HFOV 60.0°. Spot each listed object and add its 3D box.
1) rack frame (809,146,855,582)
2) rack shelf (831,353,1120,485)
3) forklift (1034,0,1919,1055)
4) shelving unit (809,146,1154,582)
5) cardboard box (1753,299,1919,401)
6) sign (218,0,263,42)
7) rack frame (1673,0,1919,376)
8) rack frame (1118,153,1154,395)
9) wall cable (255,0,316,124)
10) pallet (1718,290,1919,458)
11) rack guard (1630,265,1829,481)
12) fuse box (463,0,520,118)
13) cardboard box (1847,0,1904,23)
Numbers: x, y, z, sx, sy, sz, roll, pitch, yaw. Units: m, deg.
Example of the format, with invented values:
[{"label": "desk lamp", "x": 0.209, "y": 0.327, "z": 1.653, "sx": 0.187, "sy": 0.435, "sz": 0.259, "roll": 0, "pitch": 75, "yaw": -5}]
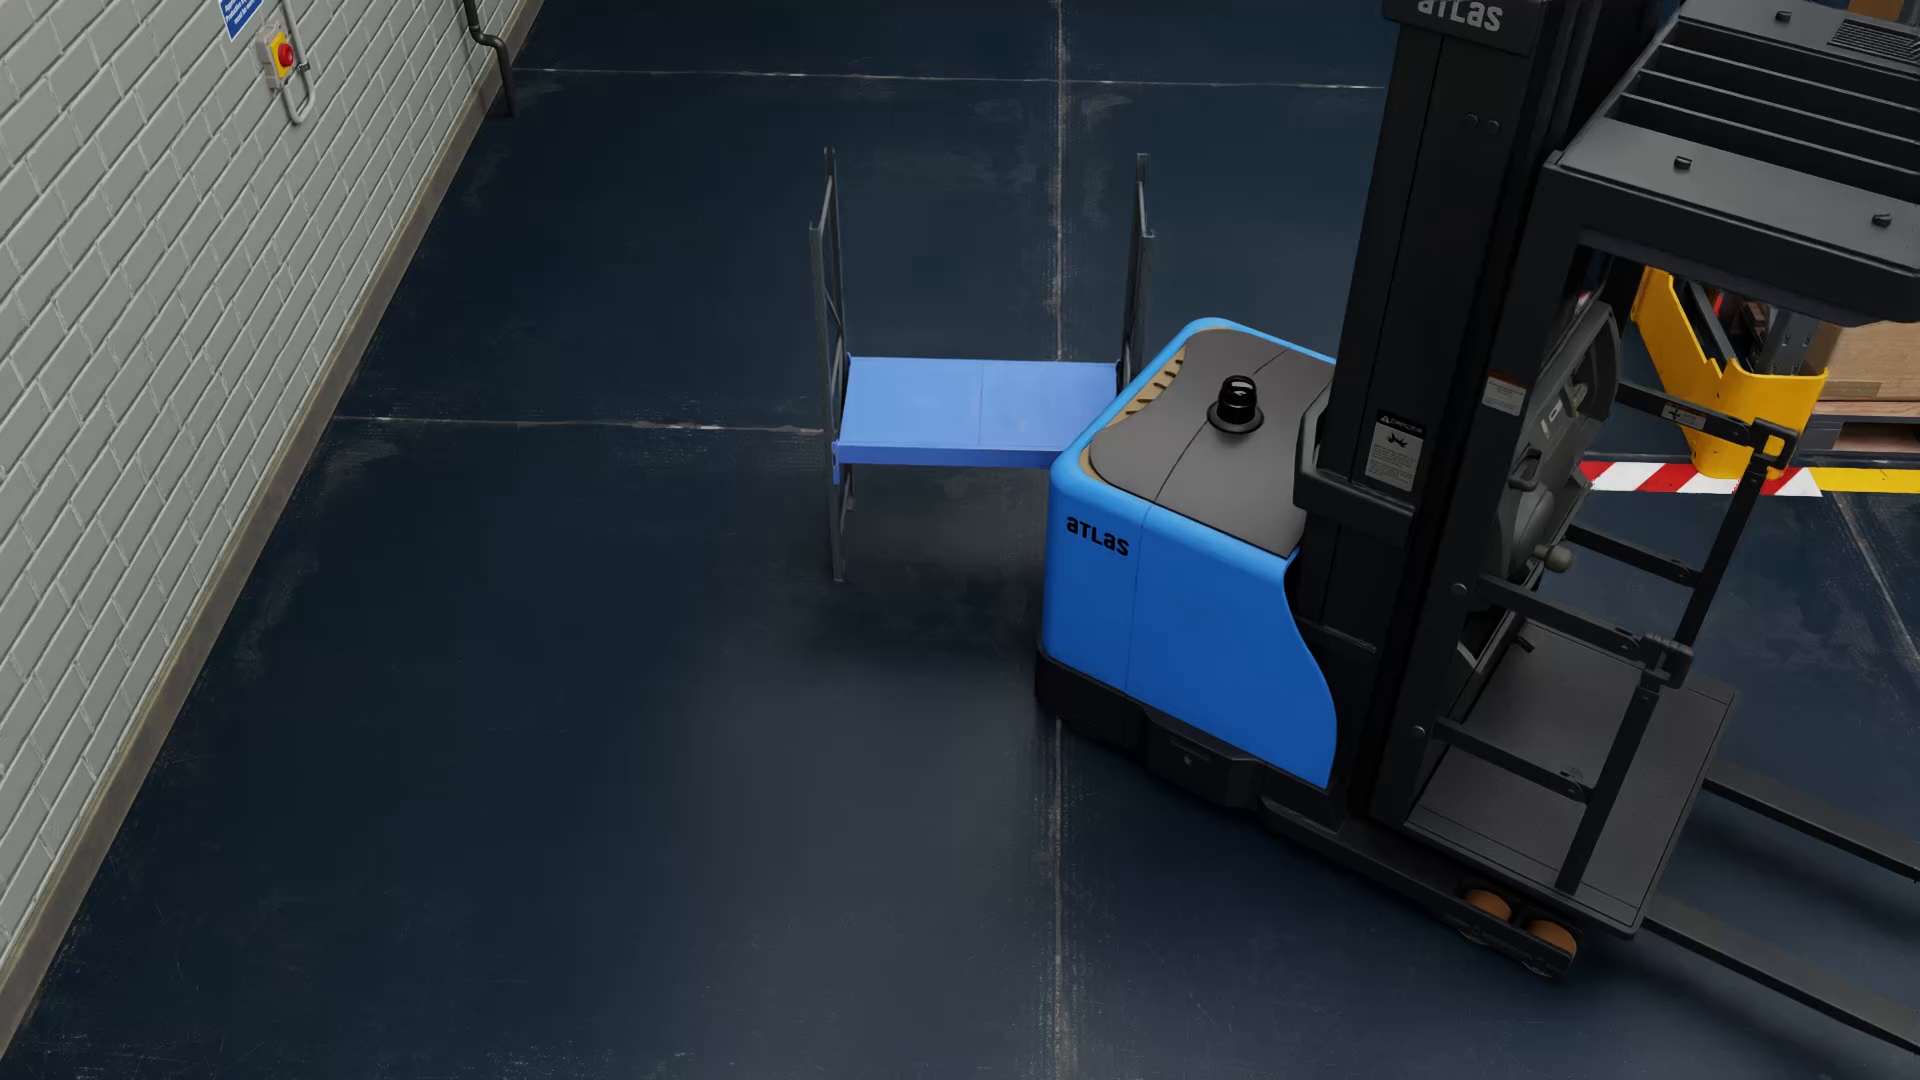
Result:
[{"label": "rack frame", "x": -0.435, "y": -0.566, "z": 5.758, "sx": 0.032, "sy": 1.500, "sz": 0.500, "roll": 2, "pitch": 43, "yaw": 2}, {"label": "rack shelf", "x": 0.073, "y": -0.420, "z": 5.865, "sx": 1.000, "sy": 0.185, "sz": 0.538, "roll": 2, "pitch": 43, "yaw": 2}, {"label": "forklift", "x": 1.758, "y": -0.212, "z": 4.327, "sx": 3.031, "sy": 2.935, "sz": 1.130, "roll": 25, "pitch": 48, "yaw": 24}, {"label": "shelving unit", "x": 0.073, "y": -0.552, "z": 5.742, "sx": 1.048, "sy": 1.500, "sz": 0.538, "roll": 2, "pitch": 43, "yaw": 2}, {"label": "cardboard box", "x": 3.780, "y": -0.996, "z": 6.690, "sx": 0.875, "sy": 0.438, "sz": 0.875, "roll": 0, "pitch": 43, "yaw": 0}, {"label": "sign", "x": -2.581, "y": -1.957, "z": 5.951, "sx": 0.001, "sy": 0.218, "sz": 0.327, "roll": 2, "pitch": 43, "yaw": 2}, {"label": "rack frame", "x": 3.117, "y": -1.732, "z": 5.908, "sx": 0.127, "sy": 3.000, "sz": 1.000, "roll": 2, "pitch": 43, "yaw": 2}, {"label": "rack frame", "x": 0.581, "y": -0.537, "z": 5.726, "sx": 0.032, "sy": 1.500, "sz": 0.500, "roll": 2, "pitch": 43, "yaw": 2}, {"label": "wall cable", "x": -2.517, "y": -2.272, "z": 5.720, "sx": 0.123, "sy": 1.953, "sz": 0.585, "roll": 2, "pitch": 43, "yaw": 2}, {"label": "pallet", "x": 3.919, "y": -0.740, "z": 6.889, "sx": 1.213, "sy": 0.211, "sz": 1.003, "roll": 2, "pitch": 43, "yaw": 2}, {"label": "rack guard", "x": 3.093, "y": -0.818, "z": 6.761, "sx": 0.348, "sy": 0.500, "sz": 1.175, "roll": 2, "pitch": 43, "yaw": 2}, {"label": "fuse box", "x": -2.277, "y": -2.843, "z": 8.047, "sx": 0.414, "sy": 1.711, "sz": 0.539, "roll": 2, "pitch": 43, "yaw": 2}, {"label": "cardboard box", "x": 3.610, "y": -1.934, "z": 6.052, "sx": 0.500, "sy": 0.500, "sz": 0.500, "roll": 2, "pitch": 43, "yaw": 2}]
